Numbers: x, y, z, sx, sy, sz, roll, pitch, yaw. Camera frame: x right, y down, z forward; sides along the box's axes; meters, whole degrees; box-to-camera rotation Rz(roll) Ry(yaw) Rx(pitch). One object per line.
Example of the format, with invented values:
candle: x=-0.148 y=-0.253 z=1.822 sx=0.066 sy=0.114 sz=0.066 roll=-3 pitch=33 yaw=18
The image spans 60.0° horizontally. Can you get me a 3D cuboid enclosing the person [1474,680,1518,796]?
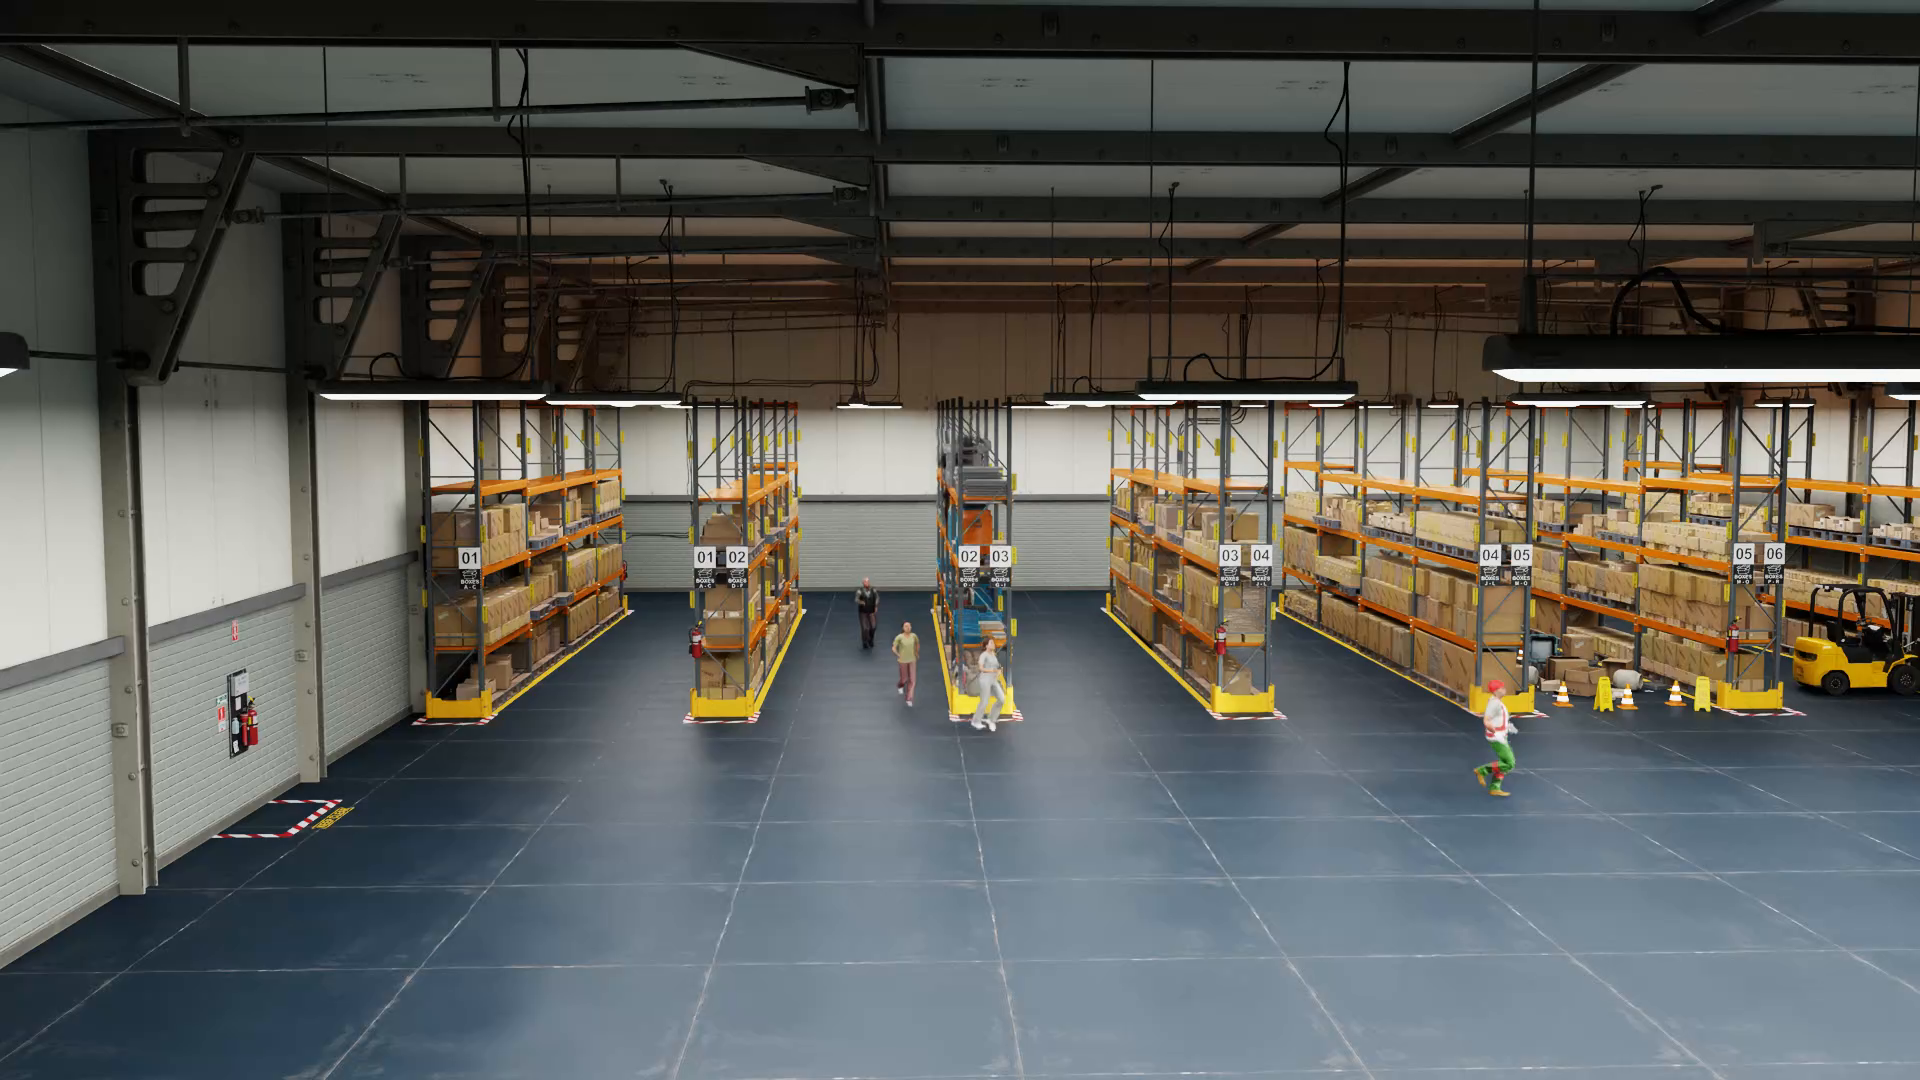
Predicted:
person: x=7.985 y=2.944 z=24.769 sx=0.601 sy=1.738 sz=0.658 roll=2 pitch=5 yaw=21

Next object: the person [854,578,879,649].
person: x=-2.219 y=1.779 z=40.078 sx=0.642 sy=1.717 sz=0.647 roll=-1 pitch=5 yaw=-12

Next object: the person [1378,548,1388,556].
person: x=12.524 y=1.086 z=49.134 sx=0.852 sy=1.702 sz=0.622 roll=0 pitch=4 yaw=4

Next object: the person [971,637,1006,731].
person: x=0.526 y=2.589 z=29.884 sx=0.640 sy=1.693 sz=0.564 roll=3 pitch=6 yaw=38

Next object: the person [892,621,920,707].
person: x=-1.041 y=2.395 z=32.617 sx=0.579 sy=1.654 sz=0.791 roll=-1 pitch=5 yaw=-16
